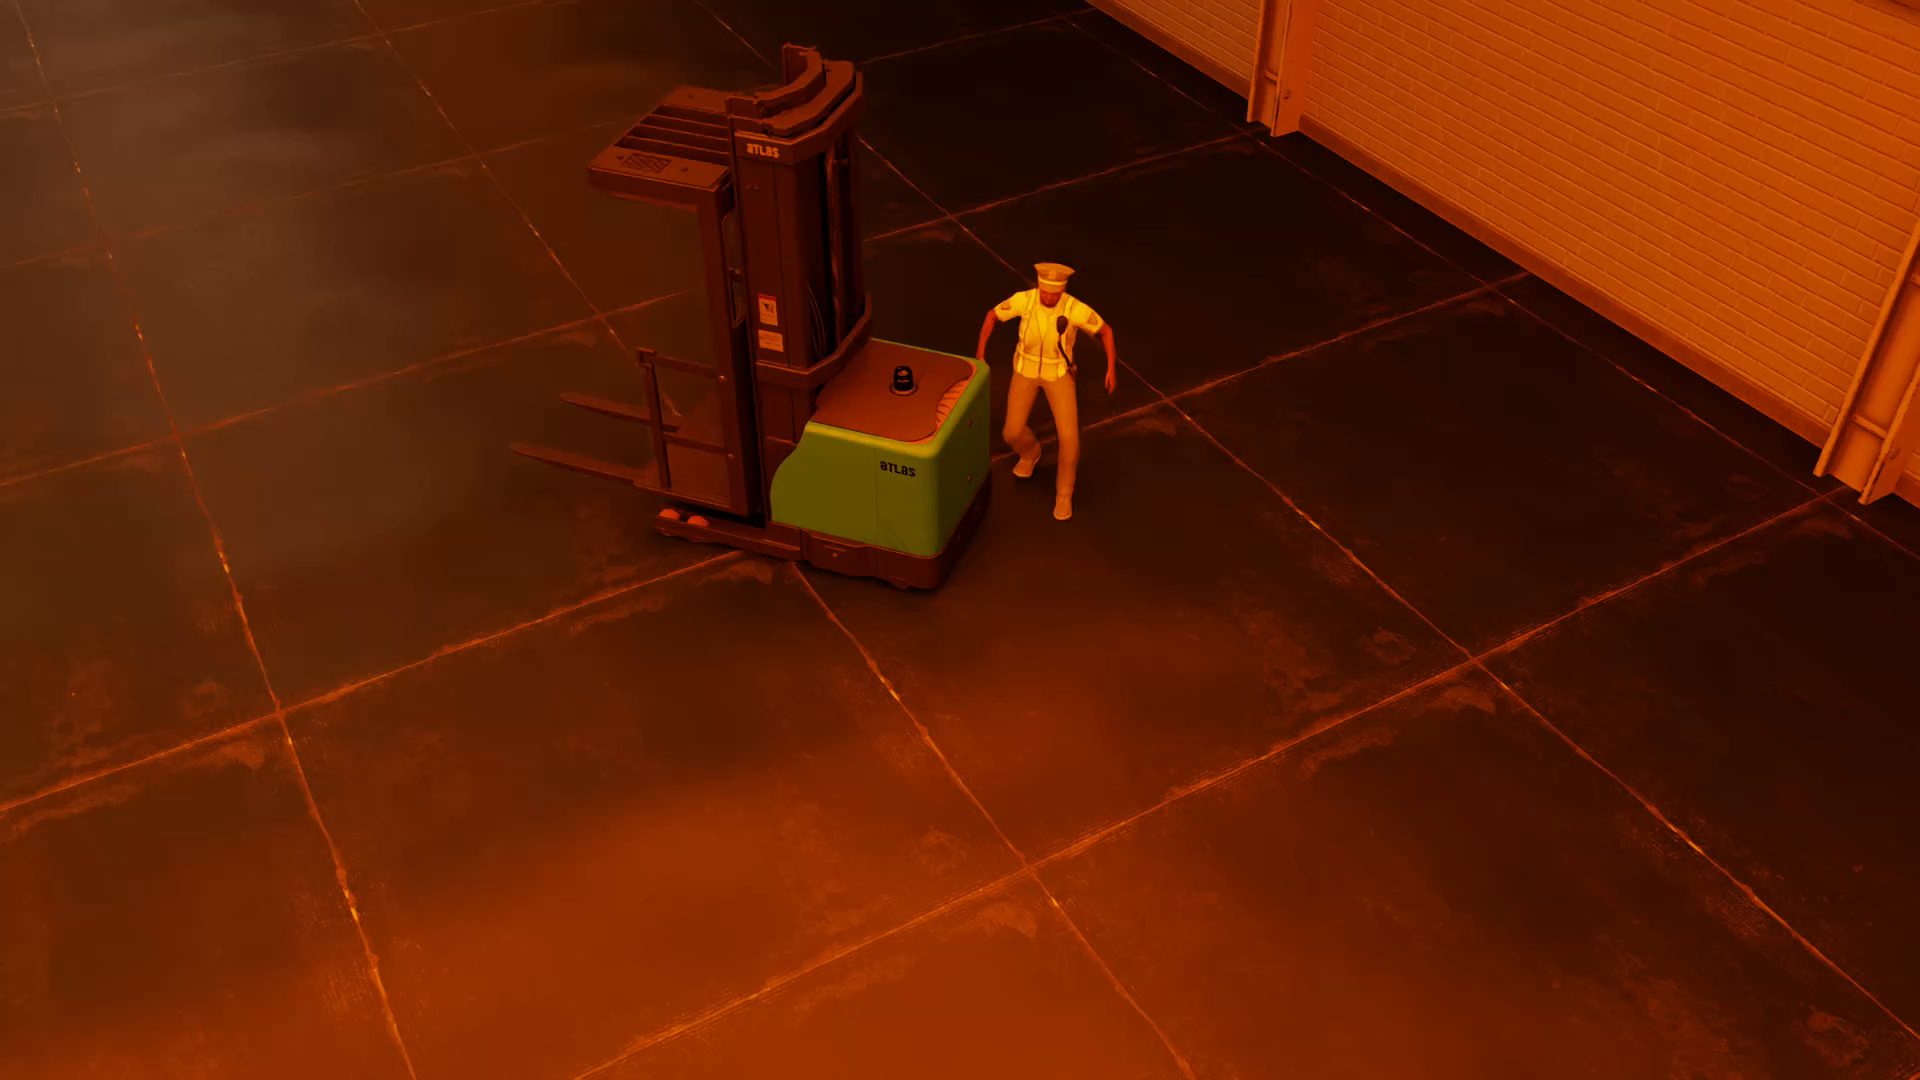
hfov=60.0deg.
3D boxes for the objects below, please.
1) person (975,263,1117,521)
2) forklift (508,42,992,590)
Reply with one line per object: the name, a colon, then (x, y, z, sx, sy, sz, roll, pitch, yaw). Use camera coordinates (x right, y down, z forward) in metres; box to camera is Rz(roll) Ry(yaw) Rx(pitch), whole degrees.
person: (0.515, -0.951, 10.237, 0.883, 1.606, 0.639, 10, 41, 12)
forklift: (-1.375, -1.412, 9.739, 3.031, 2.935, 1.130, 13, 42, 16)
